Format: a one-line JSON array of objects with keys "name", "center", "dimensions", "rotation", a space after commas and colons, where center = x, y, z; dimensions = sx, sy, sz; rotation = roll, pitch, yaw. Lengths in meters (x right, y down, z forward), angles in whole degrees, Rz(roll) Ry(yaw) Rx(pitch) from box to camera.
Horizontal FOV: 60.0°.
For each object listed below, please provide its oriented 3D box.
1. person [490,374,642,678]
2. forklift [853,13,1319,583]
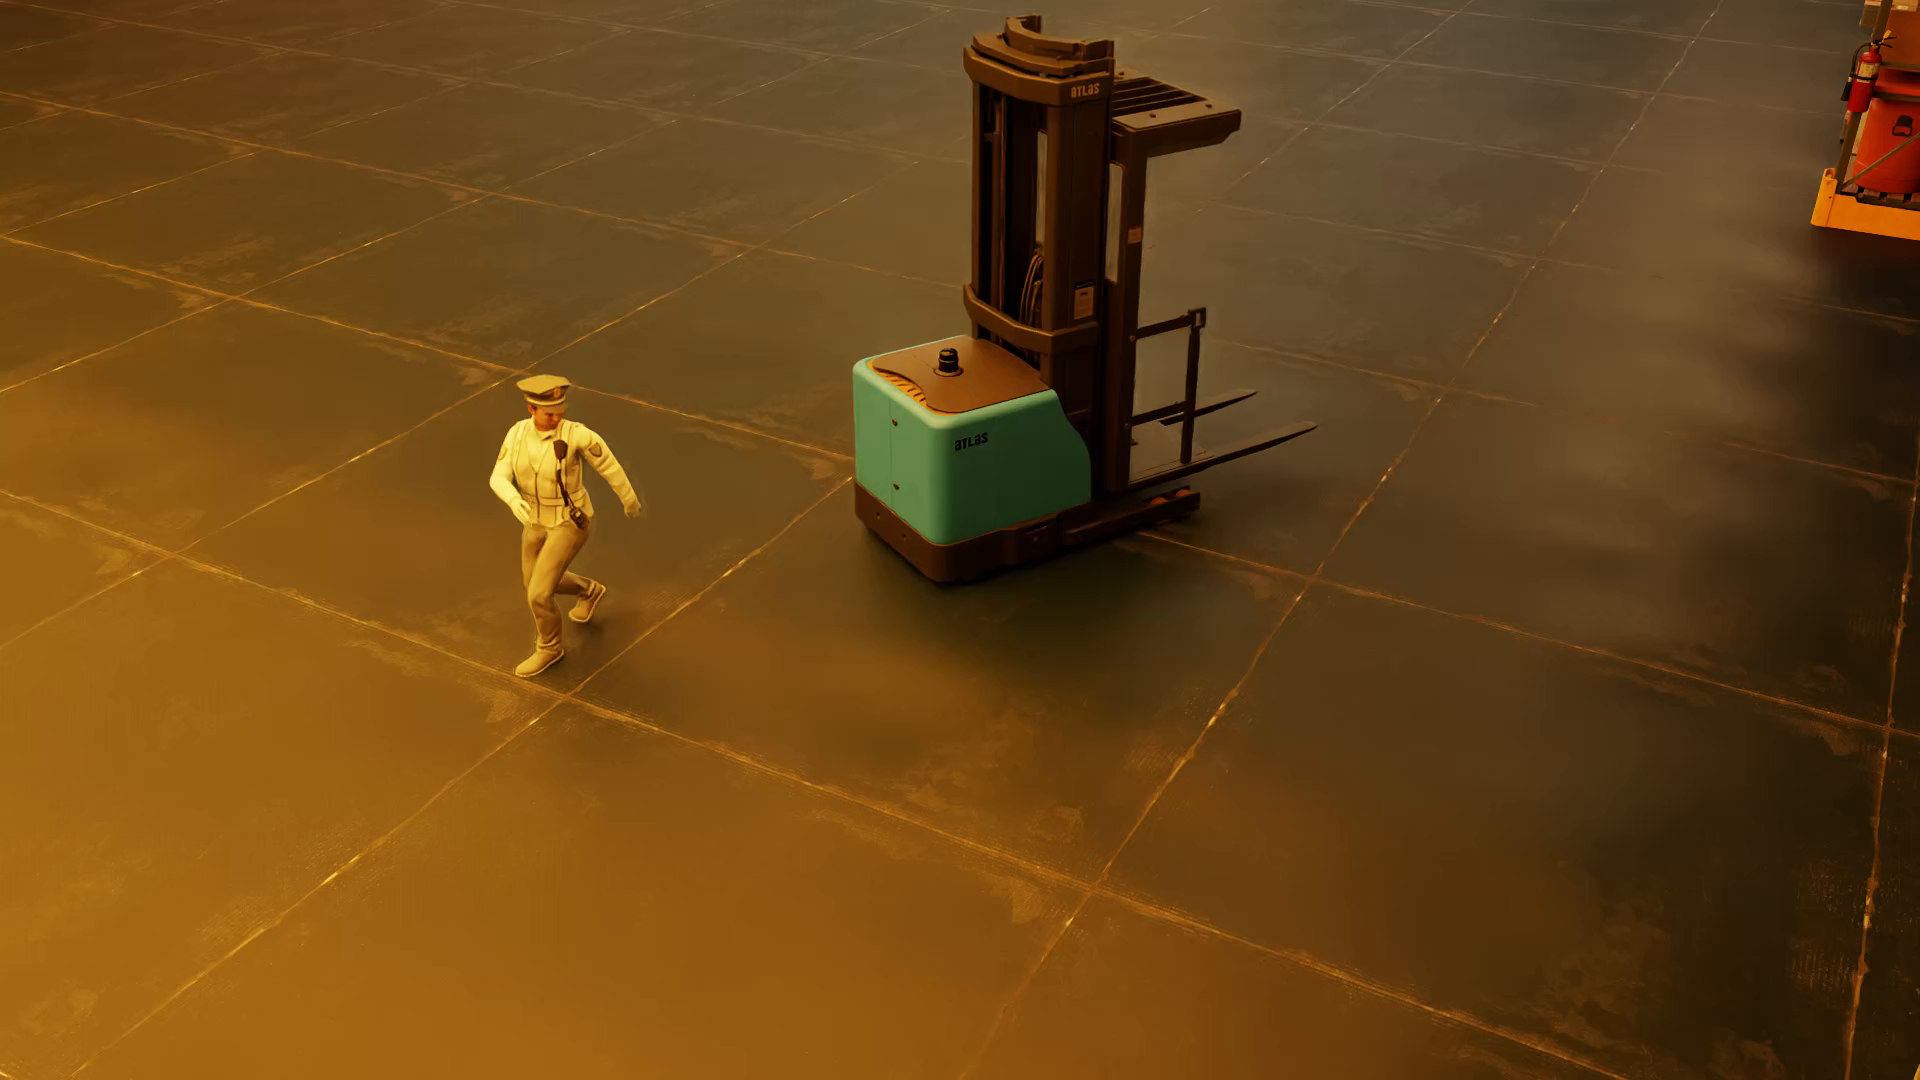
[{"name": "person", "center": [-2.079, -0.106, 8.625], "dimensions": [0.539, 1.585, 0.776], "rotation": [18, 34, 28]}, {"name": "forklift", "center": [0.883, -1.569, 9.789], "dimensions": [3.031, 2.935, 1.130], "rotation": [-17, 34, -27]}]
